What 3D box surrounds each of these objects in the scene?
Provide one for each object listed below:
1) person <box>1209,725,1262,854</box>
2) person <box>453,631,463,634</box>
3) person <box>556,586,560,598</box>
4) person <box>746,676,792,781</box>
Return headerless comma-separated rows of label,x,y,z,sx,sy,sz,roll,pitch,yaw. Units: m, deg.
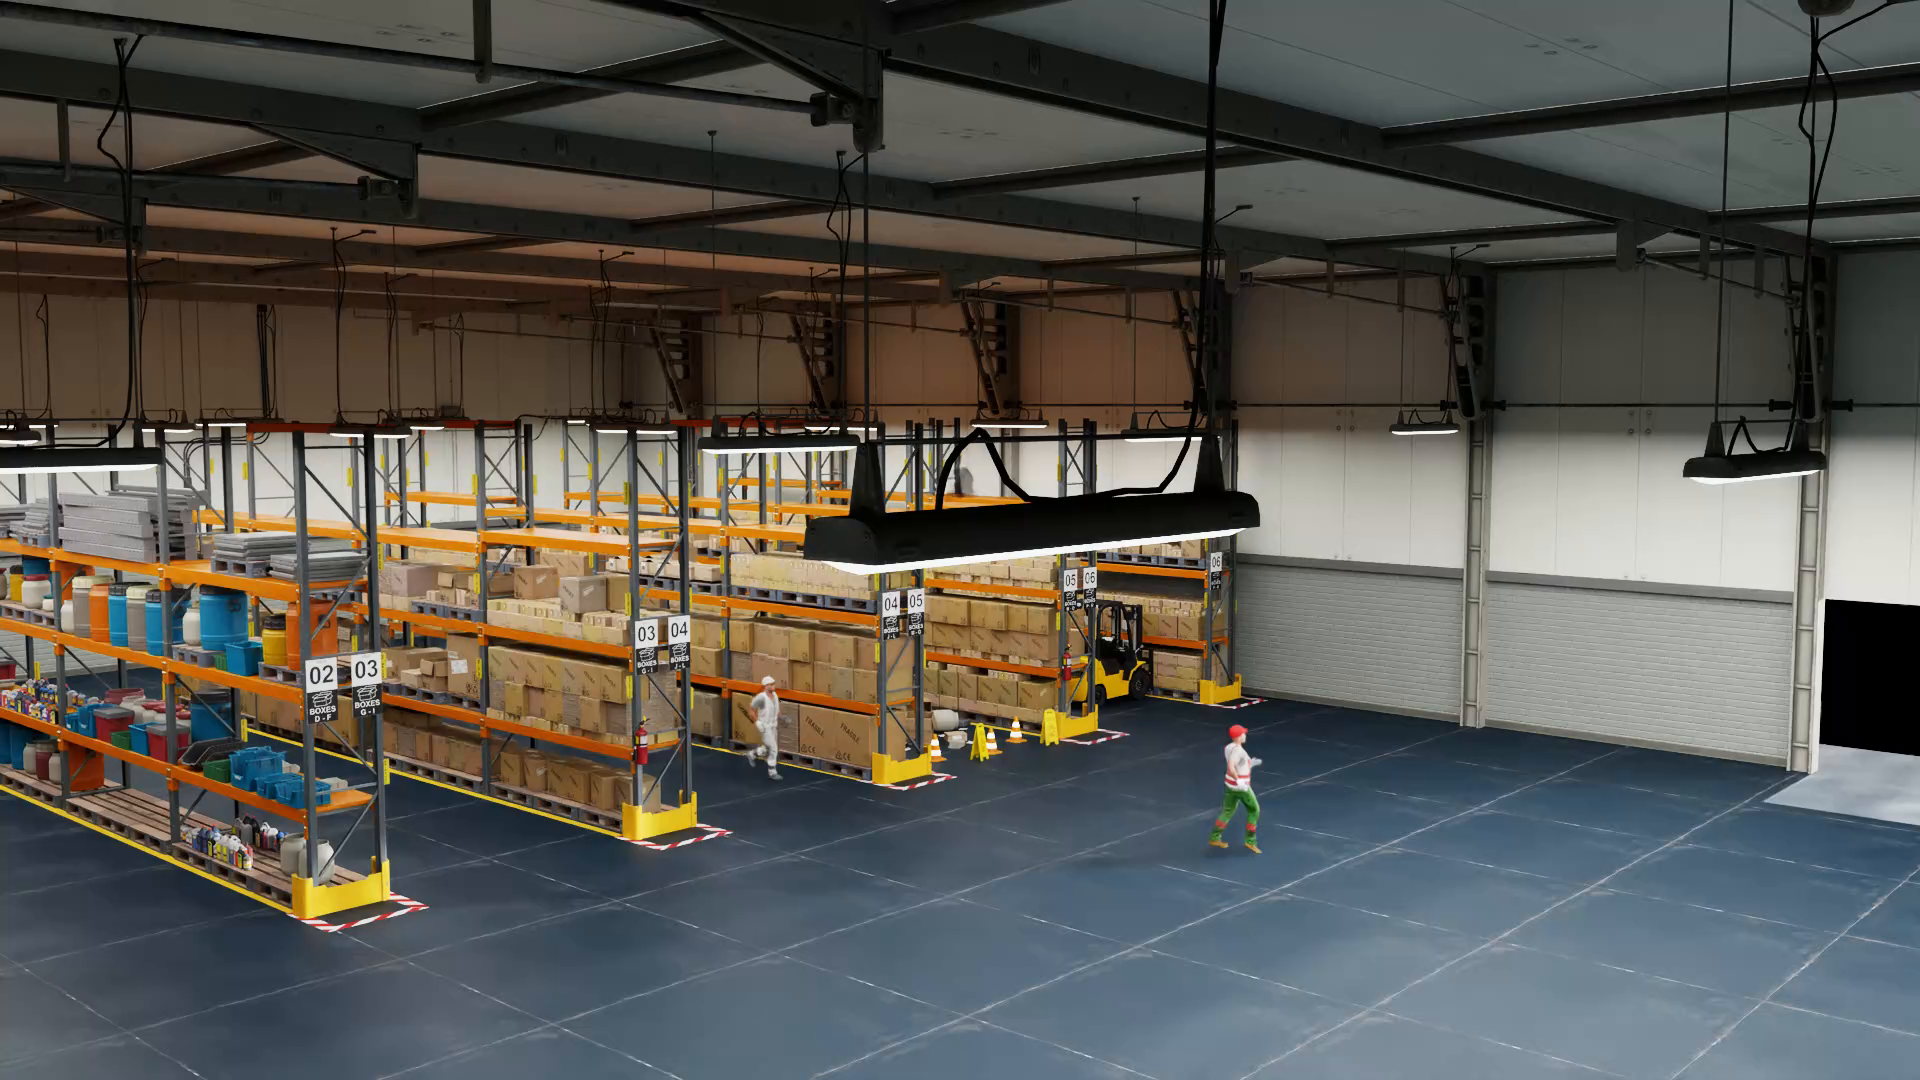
person,3.906,3.521,23.410,0.797,1.849,0.649,-2,5,-18
person,-10.328,2.700,34.252,0.882,1.700,0.617,3,6,34
person,-10.489,1.913,43.615,0.607,1.740,0.722,-1,5,-9
person,-3.336,3.163,28.143,0.831,1.754,0.636,3,5,31
